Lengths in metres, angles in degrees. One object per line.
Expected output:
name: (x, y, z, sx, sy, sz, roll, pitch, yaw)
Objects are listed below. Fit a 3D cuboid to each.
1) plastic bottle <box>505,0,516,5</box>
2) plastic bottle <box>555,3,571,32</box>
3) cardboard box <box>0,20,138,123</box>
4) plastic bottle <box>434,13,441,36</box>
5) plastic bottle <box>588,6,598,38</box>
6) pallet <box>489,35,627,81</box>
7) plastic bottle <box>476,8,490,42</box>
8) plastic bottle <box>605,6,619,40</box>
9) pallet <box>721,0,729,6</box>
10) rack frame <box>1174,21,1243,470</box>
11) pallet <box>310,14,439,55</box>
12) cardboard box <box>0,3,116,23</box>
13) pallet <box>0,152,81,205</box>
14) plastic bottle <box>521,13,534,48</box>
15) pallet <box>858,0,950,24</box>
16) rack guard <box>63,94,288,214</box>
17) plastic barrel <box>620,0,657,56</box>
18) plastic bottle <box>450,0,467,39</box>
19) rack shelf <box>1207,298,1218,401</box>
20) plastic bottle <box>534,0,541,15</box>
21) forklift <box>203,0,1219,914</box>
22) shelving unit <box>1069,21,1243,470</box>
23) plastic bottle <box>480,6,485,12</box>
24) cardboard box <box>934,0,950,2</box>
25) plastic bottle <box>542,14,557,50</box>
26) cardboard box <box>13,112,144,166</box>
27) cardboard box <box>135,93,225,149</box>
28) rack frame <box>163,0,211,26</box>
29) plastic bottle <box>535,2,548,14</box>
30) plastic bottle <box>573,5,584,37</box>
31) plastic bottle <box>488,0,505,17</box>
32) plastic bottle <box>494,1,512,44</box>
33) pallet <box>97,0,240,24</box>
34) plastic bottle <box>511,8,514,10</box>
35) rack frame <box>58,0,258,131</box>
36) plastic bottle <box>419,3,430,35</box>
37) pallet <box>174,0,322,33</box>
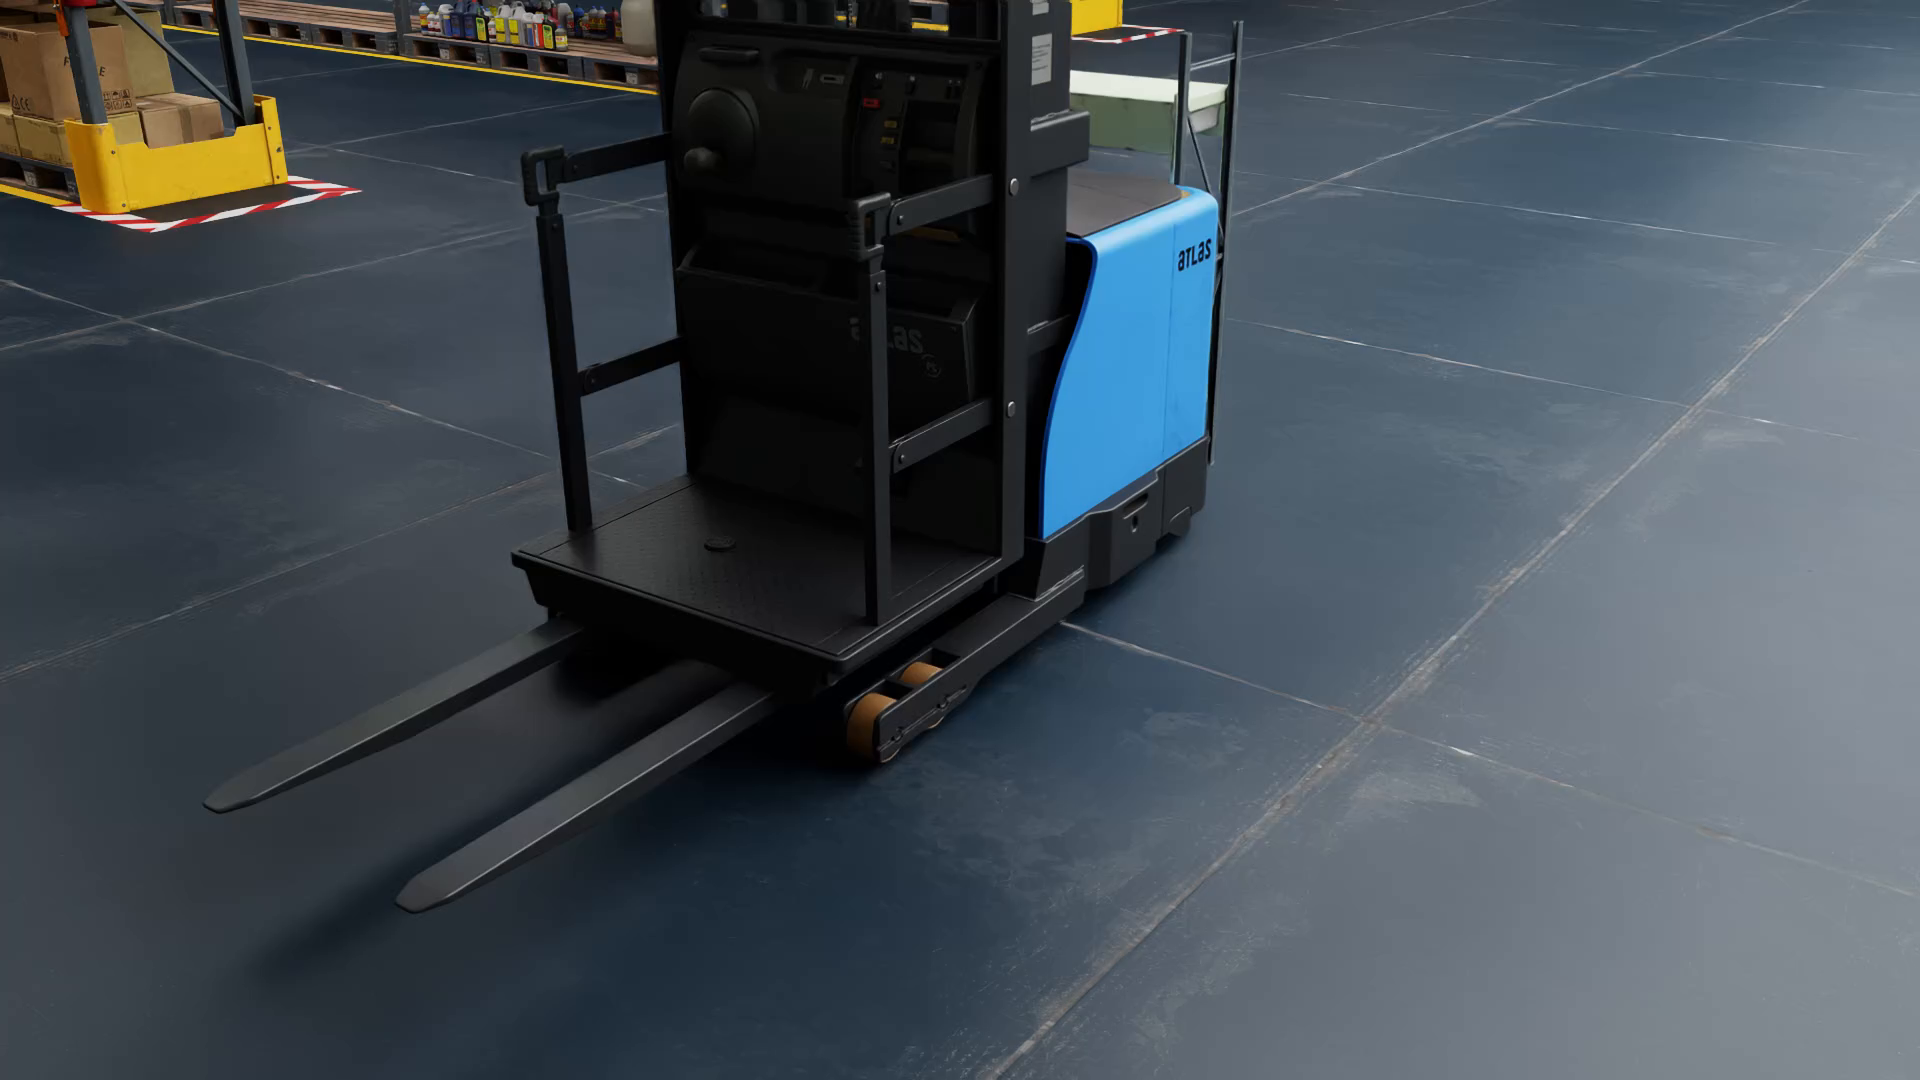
plastic bottle: (-4.173, -4.941, 15.483, 0.185, 0.351, 0.144, 16, 28, 32)
plastic bottle: (-3.633, -4.742, 15.124, 0.135, 0.276, 0.152, 17, 29, 34)
cardboard box: (-5.242, -2.761, 9.755, 0.500, 0.500, 0.500, 17, 29, 33)
plastic bottle: (-4.706, -4.668, 15.048, 0.097, 0.201, 0.097, 0, 24, 0)
plastic bottle: (-3.279, -4.646, 14.913, 0.097, 0.271, 0.097, 0, 24, 0)
pallet: (-3.368, -4.268, 14.674, 1.213, 0.211, 1.003, 17, 29, 33)
plastic bottle: (-4.206, -4.545, 14.668, 0.133, 0.283, 0.061, 18, 30, 36)
plastic bottle: (-3.095, -4.605, 14.805, 0.133, 0.283, 0.061, 17, 29, 34)
pallet: (-2.515, -6.524, 19.796, 1.213, 0.211, 1.003, 17, 29, 33)
rack frame: (0.776, -0.886, 5.402, 0.023, 1.500, 0.400, 15, 28, 30)
pallet: (-5.513, -4.916, 16.145, 1.213, 0.211, 1.003, 17, 29, 33)
cardboard box: (-5.739, -3.166, 10.674, 0.500, 0.500, 0.500, 17, 29, 33)
pallet: (-5.271, -2.345, 10.311, 1.213, 0.211, 1.003, 17, 29, 33)
plastic bottle: (-3.689, -4.408, 14.367, 0.135, 0.276, 0.152, 16, 28, 32)
pallet: (-0.352, -5.891, 18.357, 1.213, 0.211, 1.003, 17, 29, 33)
rack guard: (-4.615, -2.300, 9.851, 0.348, 0.500, 1.175, 17, 29, 33)
plastic barrel: (-2.634, -4.357, 13.982, 0.421, 0.512, 0.421, 0, 24, 0)
plastic bottle: (-4.464, -4.674, 14.879, 0.185, 0.351, 0.144, 18, 29, 35)
rack shelf: (0.470, -0.669, 5.718, 0.720, 0.370, 0.431, 15, 28, 30)
plastic bottle: (-3.864, -4.838, 15.333, 0.133, 0.283, 0.061, 19, 30, 37)
forklift: (-0.454, -1.021, 3.931, 1.130, 2.935, 3.031, 15, 28, 31)
shelving unit: (0.470, -0.968, 5.586, 0.755, 1.500, 0.431, 15, 28, 30)
plastic bottle: (-4.276, -4.642, 14.904, 0.097, 0.271, 0.097, 0, 24, 0)
cardboard box: (-0.168, -6.141, 18.047, 0.500, 0.500, 0.500, 20, 31, 38)
plastic bottle: (-3.497, -4.331, 14.182, 0.133, 0.283, 0.061, 18, 29, 35)
cardboard box: (-5.241, -2.418, 9.907, 0.500, 0.250, 0.500, 17, 29, 33)
cardboard box: (-4.930, -2.585, 10.287, 0.500, 0.250, 0.500, 17, 29, 33)
rack frame: (-8.062, -6.982, 17.376, 0.127, 3.000, 1.000, 17, 29, 33)
plastic bottle: (-3.802, -4.746, 15.125, 0.133, 0.283, 0.061, 17, 29, 33)
plastic bottle: (-3.441, -4.695, 15.024, 0.097, 0.271, 0.097, 0, 24, 0)
plastic bottle: (-4.259, -4.894, 15.378, 0.185, 0.351, 0.144, 17, 29, 33)
plastic bottle: (-3.973, -4.526, 14.542, 0.185, 0.351, 0.144, 17, 29, 33)
pallet: (-8.718, -5.883, 18.340, 1.213, 0.211, 1.003, 17, 29, 33)
plastic bottle: (-3.904, -4.546, 14.679, 0.135, 0.276, 0.152, 17, 29, 33)
rack frame: (-4.634, -3.450, 9.360, 0.127, 3.000, 1.000, 17, 29, 33)
plastic bottle: (-4.869, -4.749, 15.146, 0.097, 0.271, 0.097, 0, 24, 0)
pallet: (-7.465, -5.506, 17.484, 1.213, 0.211, 1.003, 17, 29, 33)
